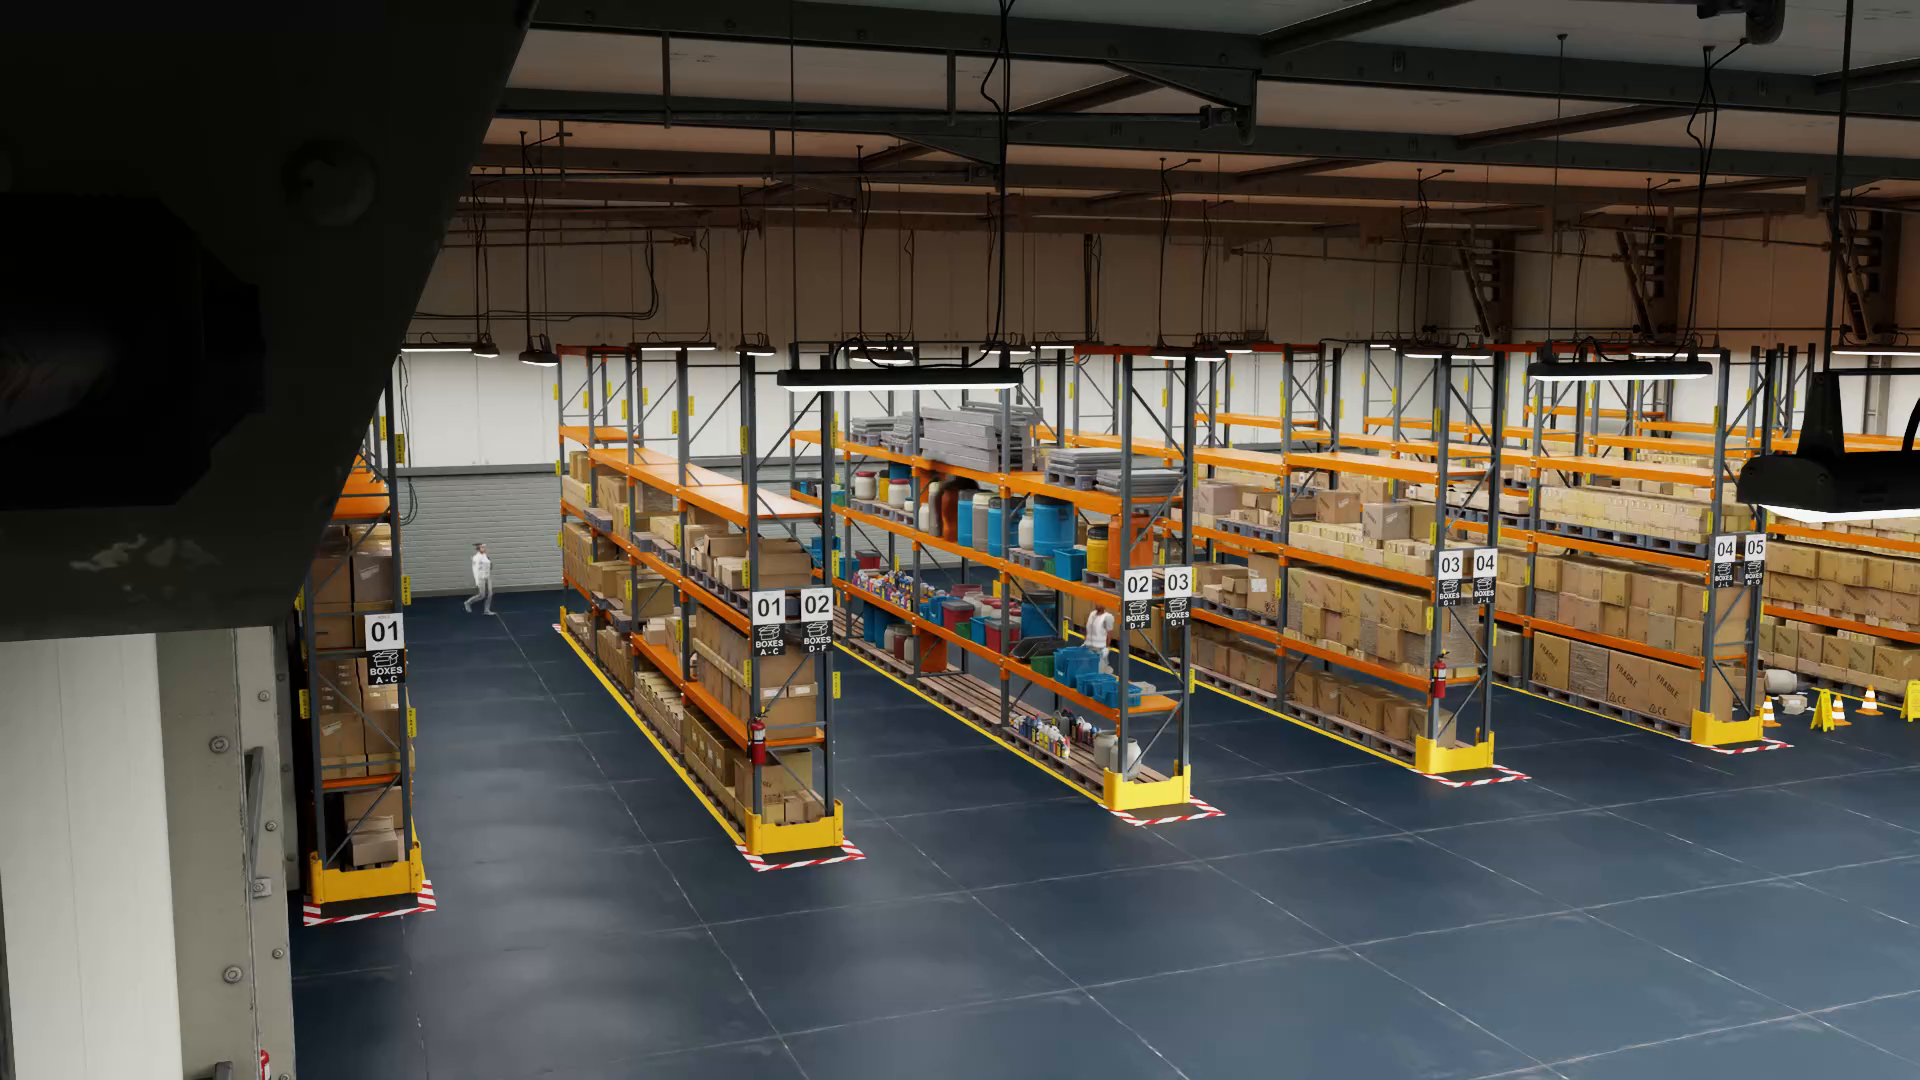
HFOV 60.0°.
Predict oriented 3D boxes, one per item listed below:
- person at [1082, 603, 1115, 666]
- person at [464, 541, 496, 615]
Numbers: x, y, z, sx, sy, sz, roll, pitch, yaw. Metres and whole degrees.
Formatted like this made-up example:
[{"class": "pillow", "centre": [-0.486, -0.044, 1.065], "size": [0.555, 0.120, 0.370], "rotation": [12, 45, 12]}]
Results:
[{"class": "person", "centre": [2.340, 1.825, 28.348], "size": [0.612, 1.783, 0.420], "rotation": [6, 9, 38]}, {"class": "person", "centre": [-10.599, 0.842, 36.730], "size": [0.644, 1.653, 0.527], "rotation": [2, 7, 12]}]
